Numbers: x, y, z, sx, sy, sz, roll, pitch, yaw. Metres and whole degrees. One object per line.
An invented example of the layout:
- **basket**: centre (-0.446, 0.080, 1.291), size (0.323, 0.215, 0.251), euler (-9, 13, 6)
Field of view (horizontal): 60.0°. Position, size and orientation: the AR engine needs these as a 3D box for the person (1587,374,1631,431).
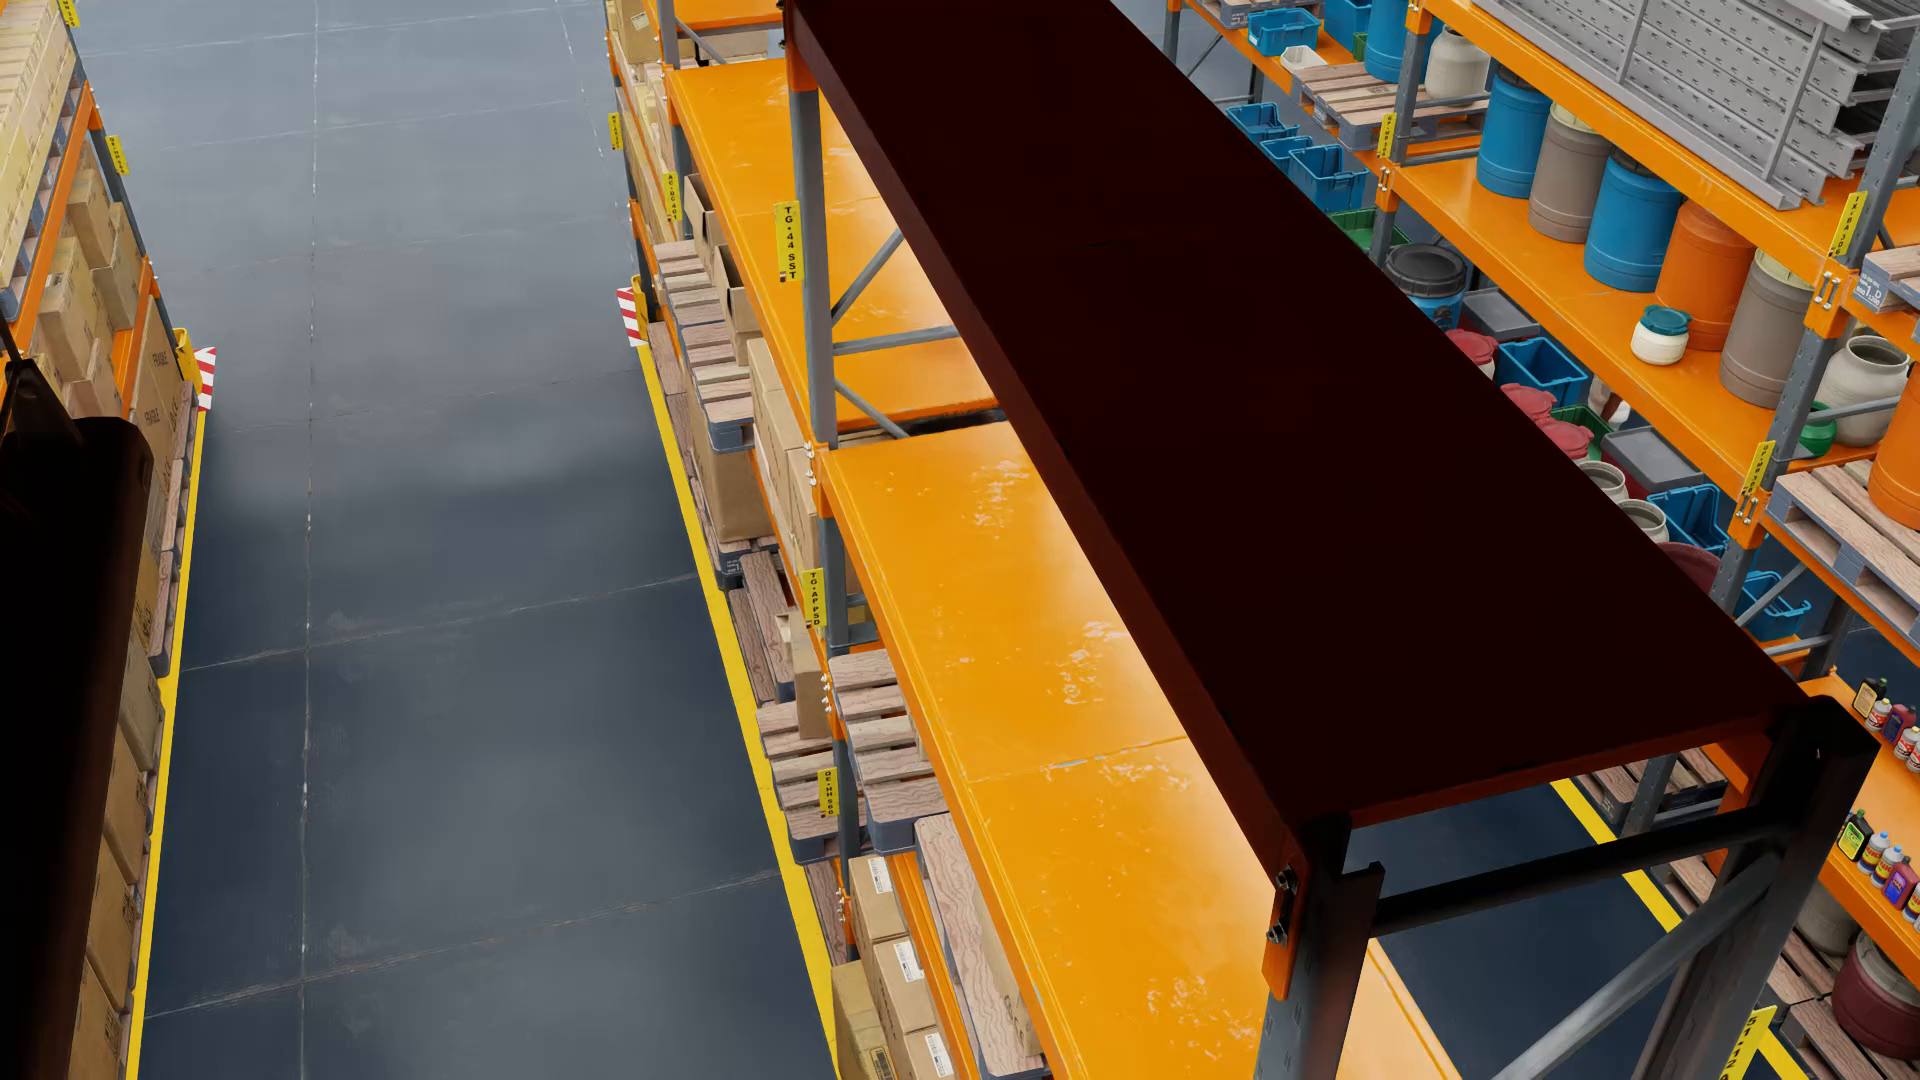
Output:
- **person**: centre (4.905, -0.989, 12.709), size (0.421, 1.823, 0.601), euler (15, 41, 18)
